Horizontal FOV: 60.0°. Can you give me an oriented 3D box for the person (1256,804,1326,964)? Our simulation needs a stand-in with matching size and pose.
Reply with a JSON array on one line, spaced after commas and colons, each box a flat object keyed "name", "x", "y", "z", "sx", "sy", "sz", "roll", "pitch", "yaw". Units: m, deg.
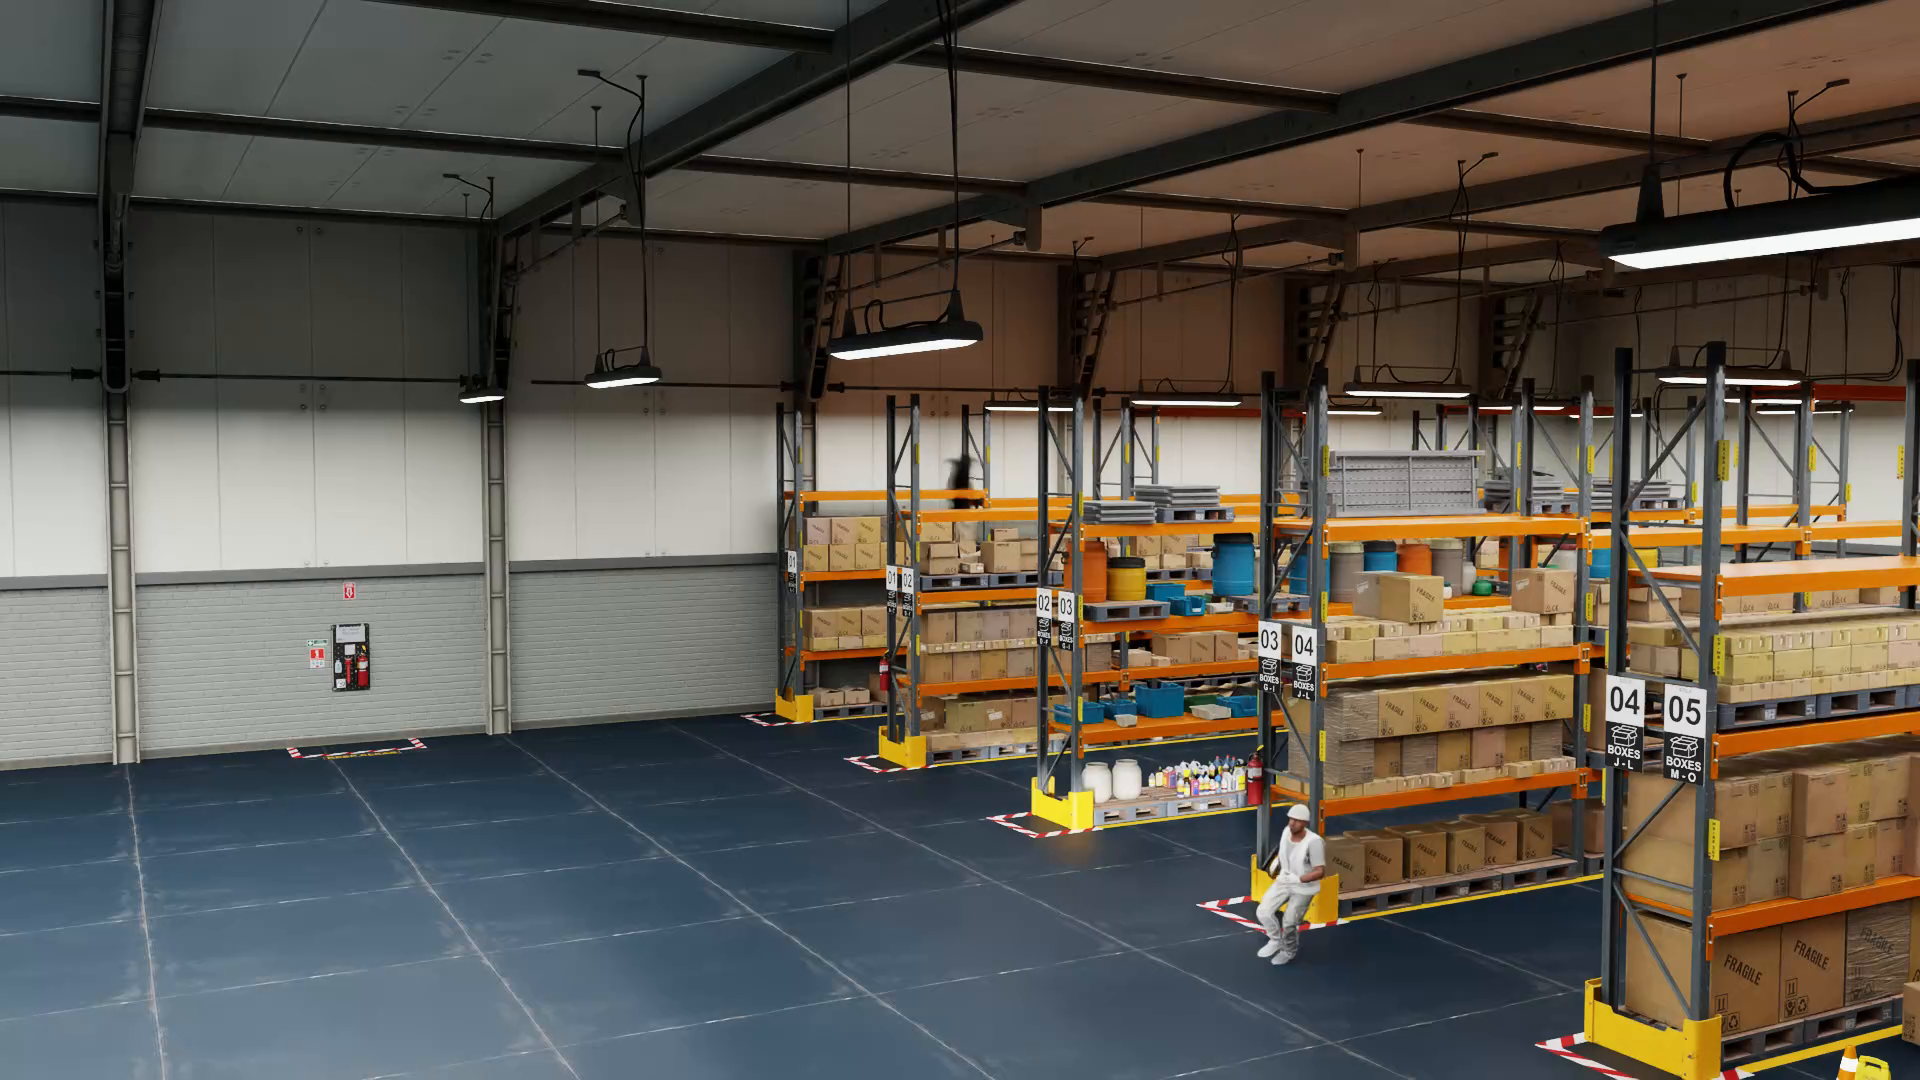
[{"name": "person", "x": 3.237, "y": 3.403, "z": 16.334, "sx": 0.718, "sy": 1.680, "sz": 0.865, "roll": -3, "pitch": 5, "yaw": -45}]
